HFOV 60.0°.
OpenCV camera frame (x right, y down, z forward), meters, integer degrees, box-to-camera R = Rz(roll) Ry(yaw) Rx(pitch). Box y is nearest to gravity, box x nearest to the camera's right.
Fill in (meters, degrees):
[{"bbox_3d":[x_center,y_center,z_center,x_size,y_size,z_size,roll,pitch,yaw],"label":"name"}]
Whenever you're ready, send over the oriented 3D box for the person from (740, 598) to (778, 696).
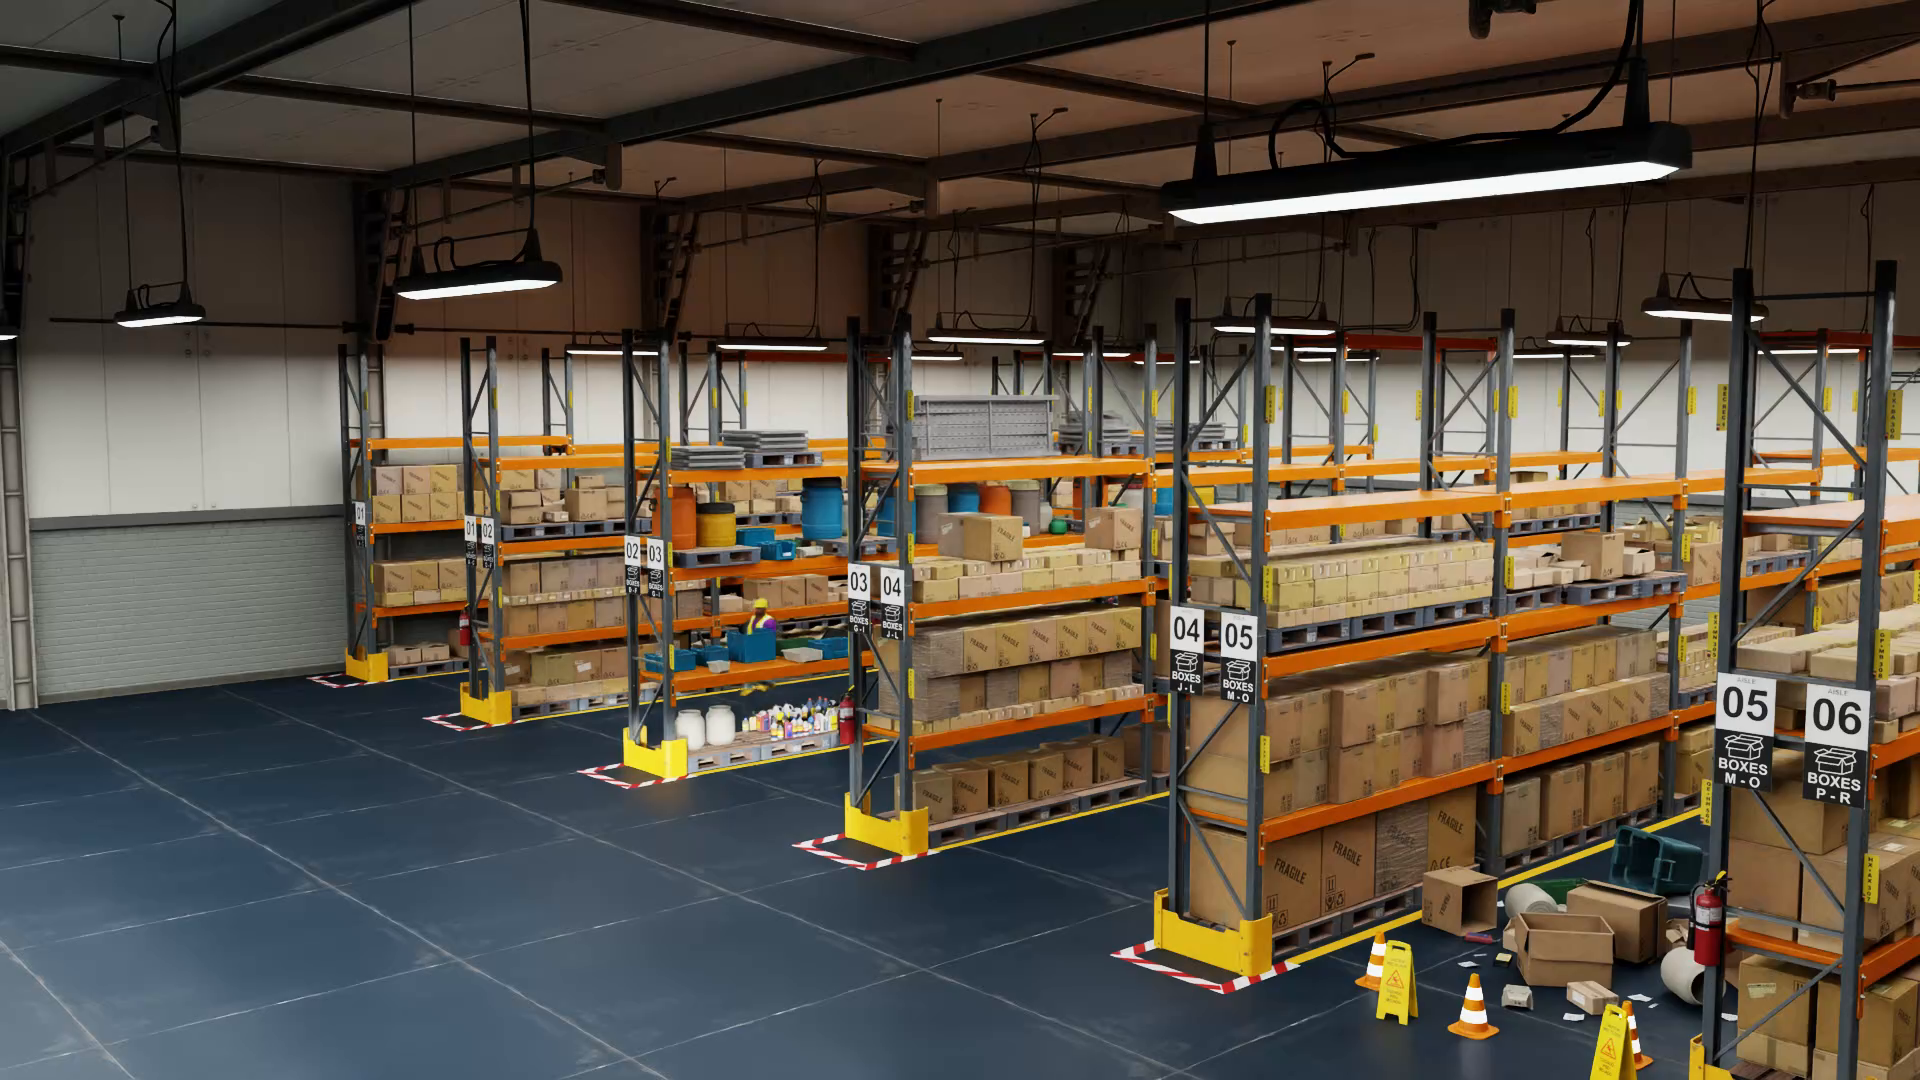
[{"bbox_3d":[-3.276,1.717,26.985,0.665,1.554,0.803,5,7,42],"label":"person"}]
